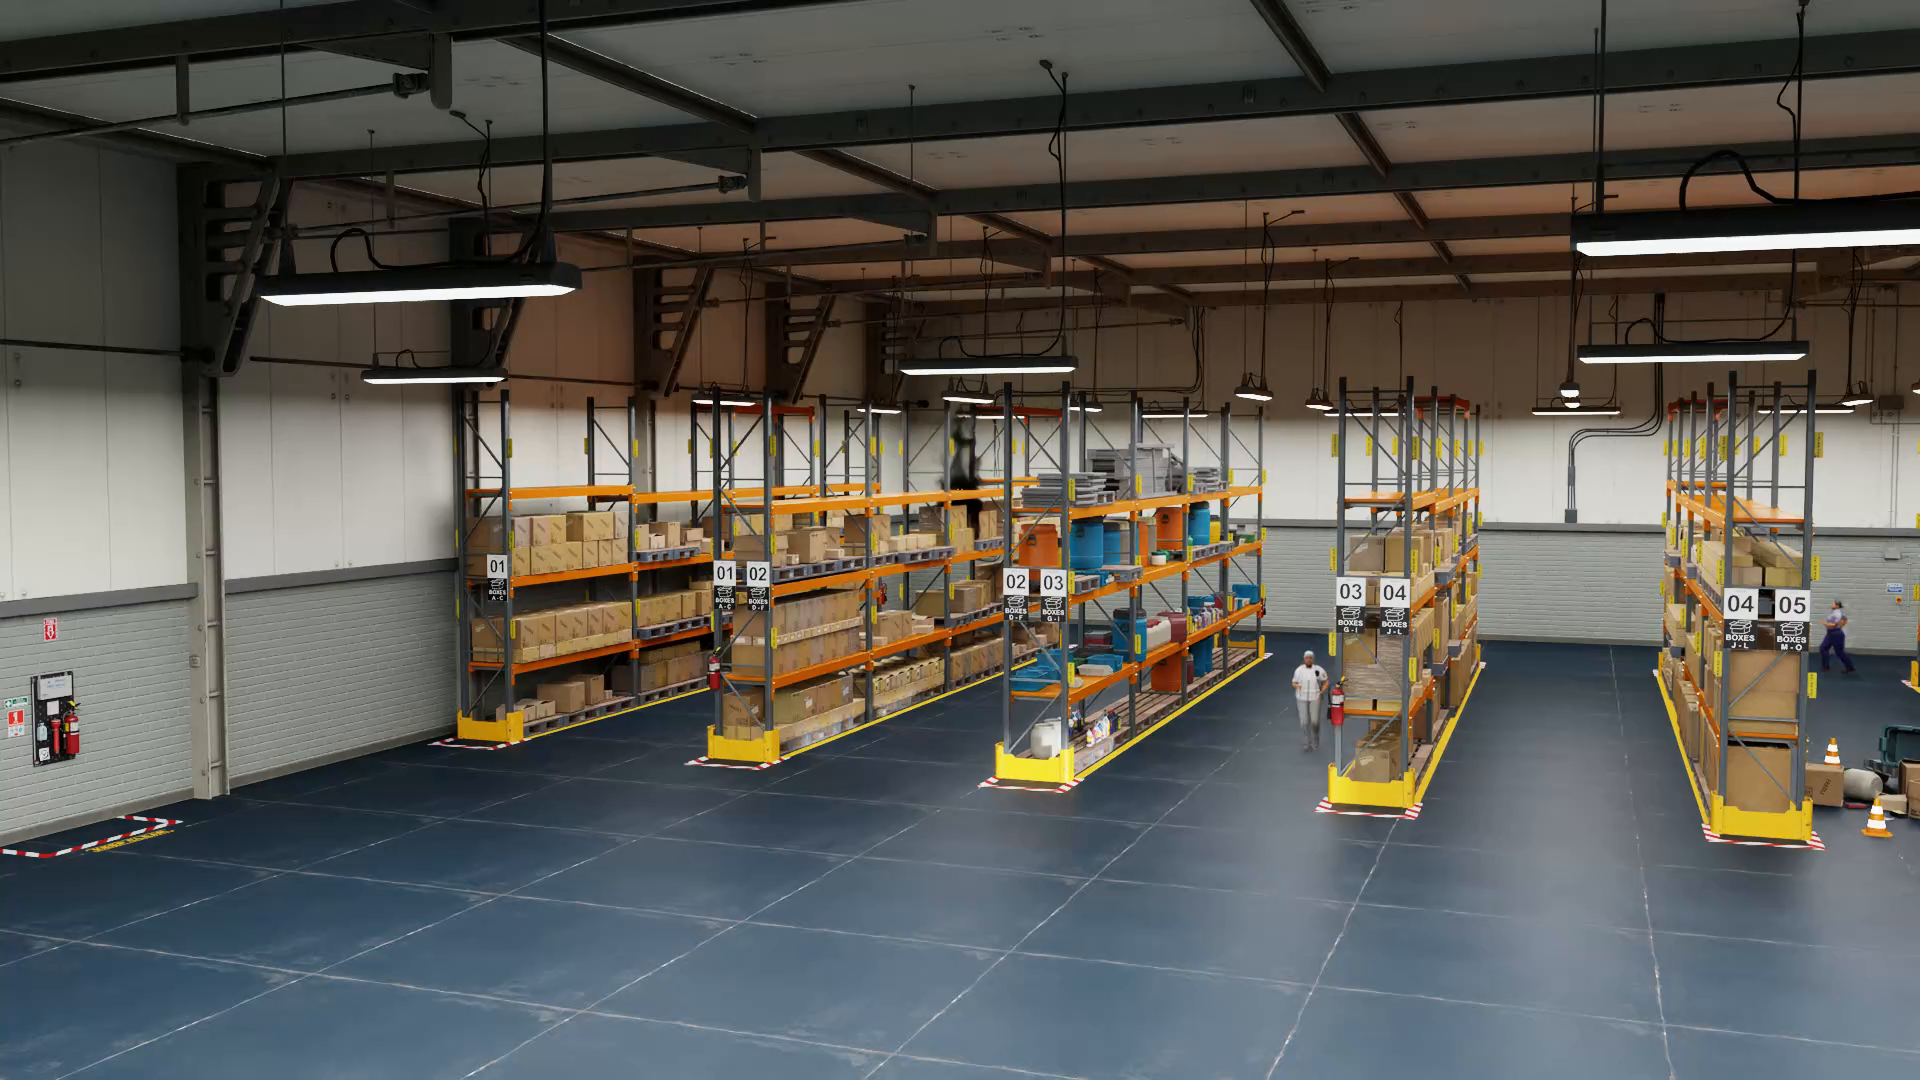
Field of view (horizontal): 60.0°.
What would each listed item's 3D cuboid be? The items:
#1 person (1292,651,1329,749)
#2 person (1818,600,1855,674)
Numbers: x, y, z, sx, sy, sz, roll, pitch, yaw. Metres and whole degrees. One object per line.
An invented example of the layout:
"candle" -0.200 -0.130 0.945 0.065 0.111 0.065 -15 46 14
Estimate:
"person" 5.792 2.663 27.562 0.591 1.638 0.576 1 3 17
"person" 19.340 2.167 36.694 0.758 1.713 0.577 1 3 17
